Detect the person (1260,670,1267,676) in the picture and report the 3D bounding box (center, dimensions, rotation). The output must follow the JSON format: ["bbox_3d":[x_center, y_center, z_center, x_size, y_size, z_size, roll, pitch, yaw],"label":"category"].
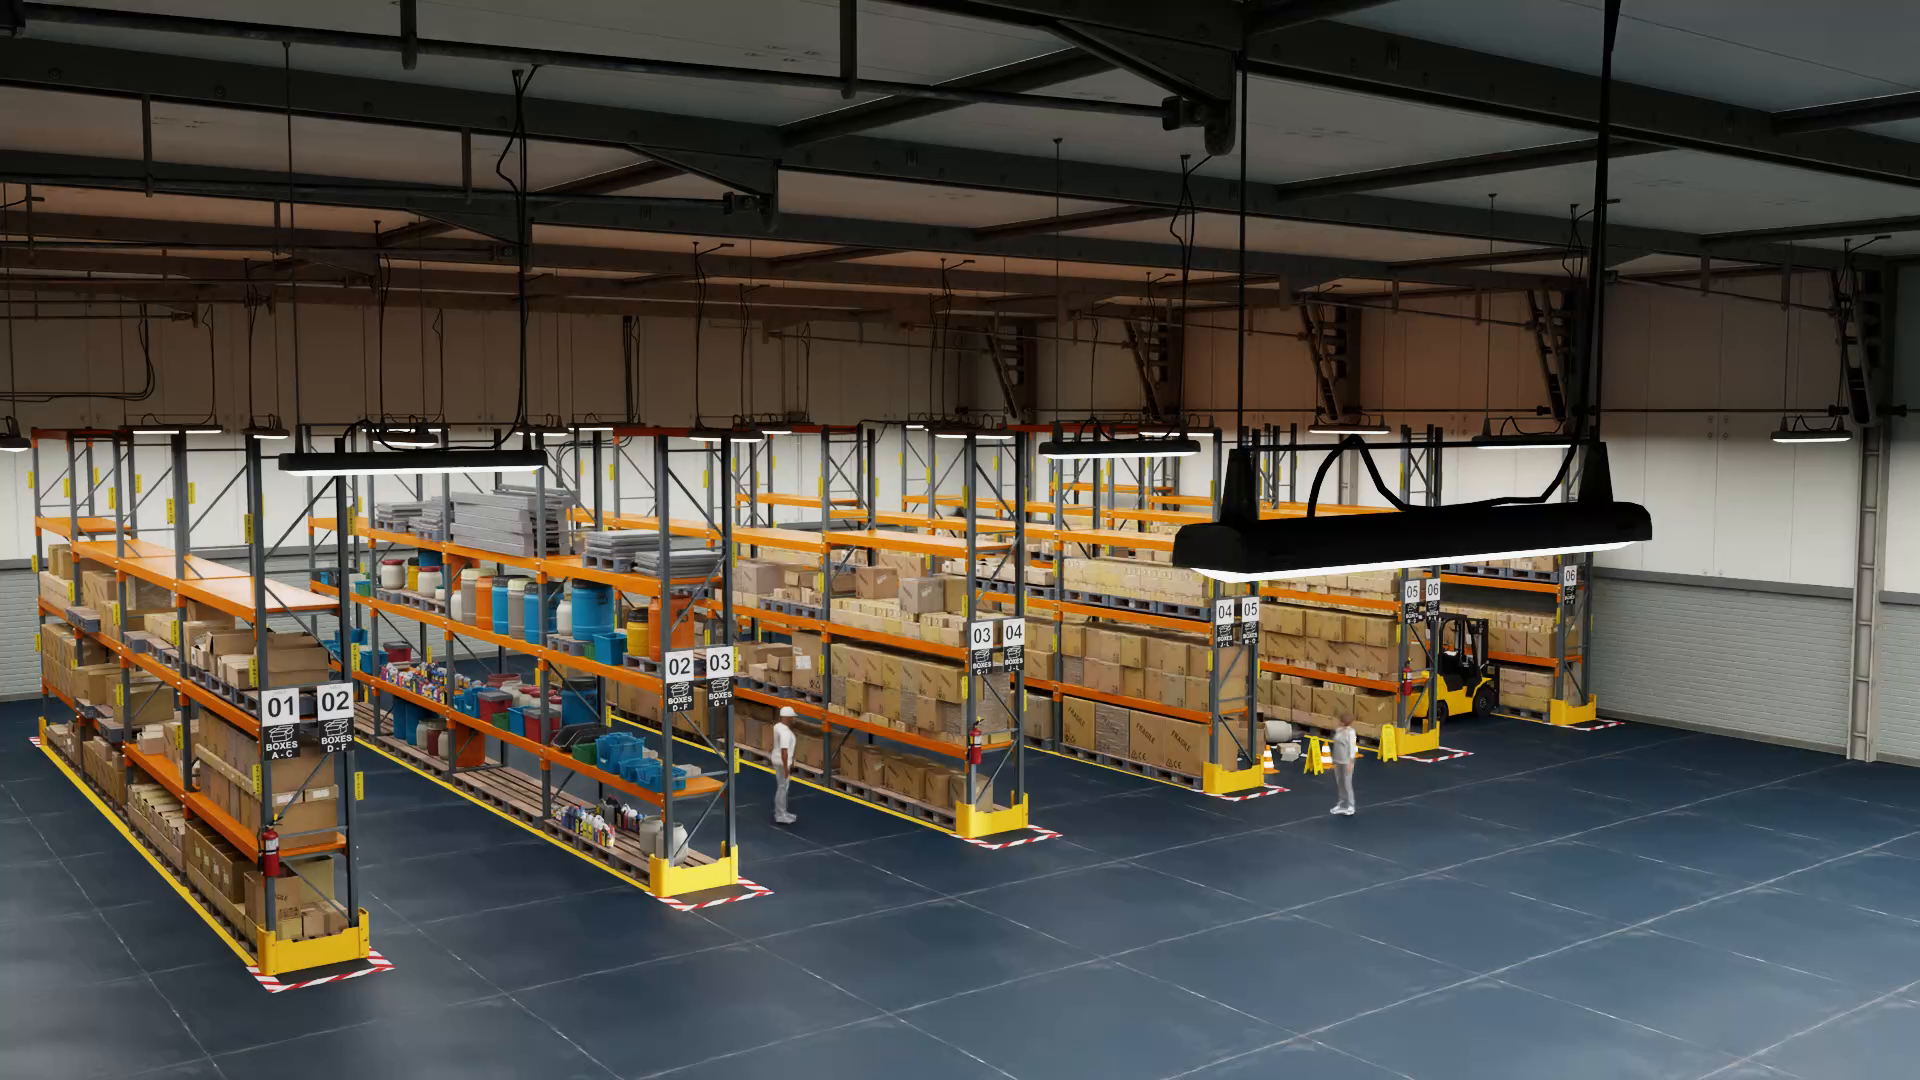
[{"bbox_3d":[6.568,2.603,35.974,0.607,1.764,0.580,-3,5,-34],"label":"person"}]

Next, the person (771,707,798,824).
[{"bbox_3d":[-2.691,3.443,25.559,0.417,1.786,0.602,-1,5,-14],"label":"person"}]

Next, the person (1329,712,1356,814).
[{"bbox_3d":[6.015,3.490,26.032,0.354,1.612,0.488,-3,5,-31],"label":"person"}]
